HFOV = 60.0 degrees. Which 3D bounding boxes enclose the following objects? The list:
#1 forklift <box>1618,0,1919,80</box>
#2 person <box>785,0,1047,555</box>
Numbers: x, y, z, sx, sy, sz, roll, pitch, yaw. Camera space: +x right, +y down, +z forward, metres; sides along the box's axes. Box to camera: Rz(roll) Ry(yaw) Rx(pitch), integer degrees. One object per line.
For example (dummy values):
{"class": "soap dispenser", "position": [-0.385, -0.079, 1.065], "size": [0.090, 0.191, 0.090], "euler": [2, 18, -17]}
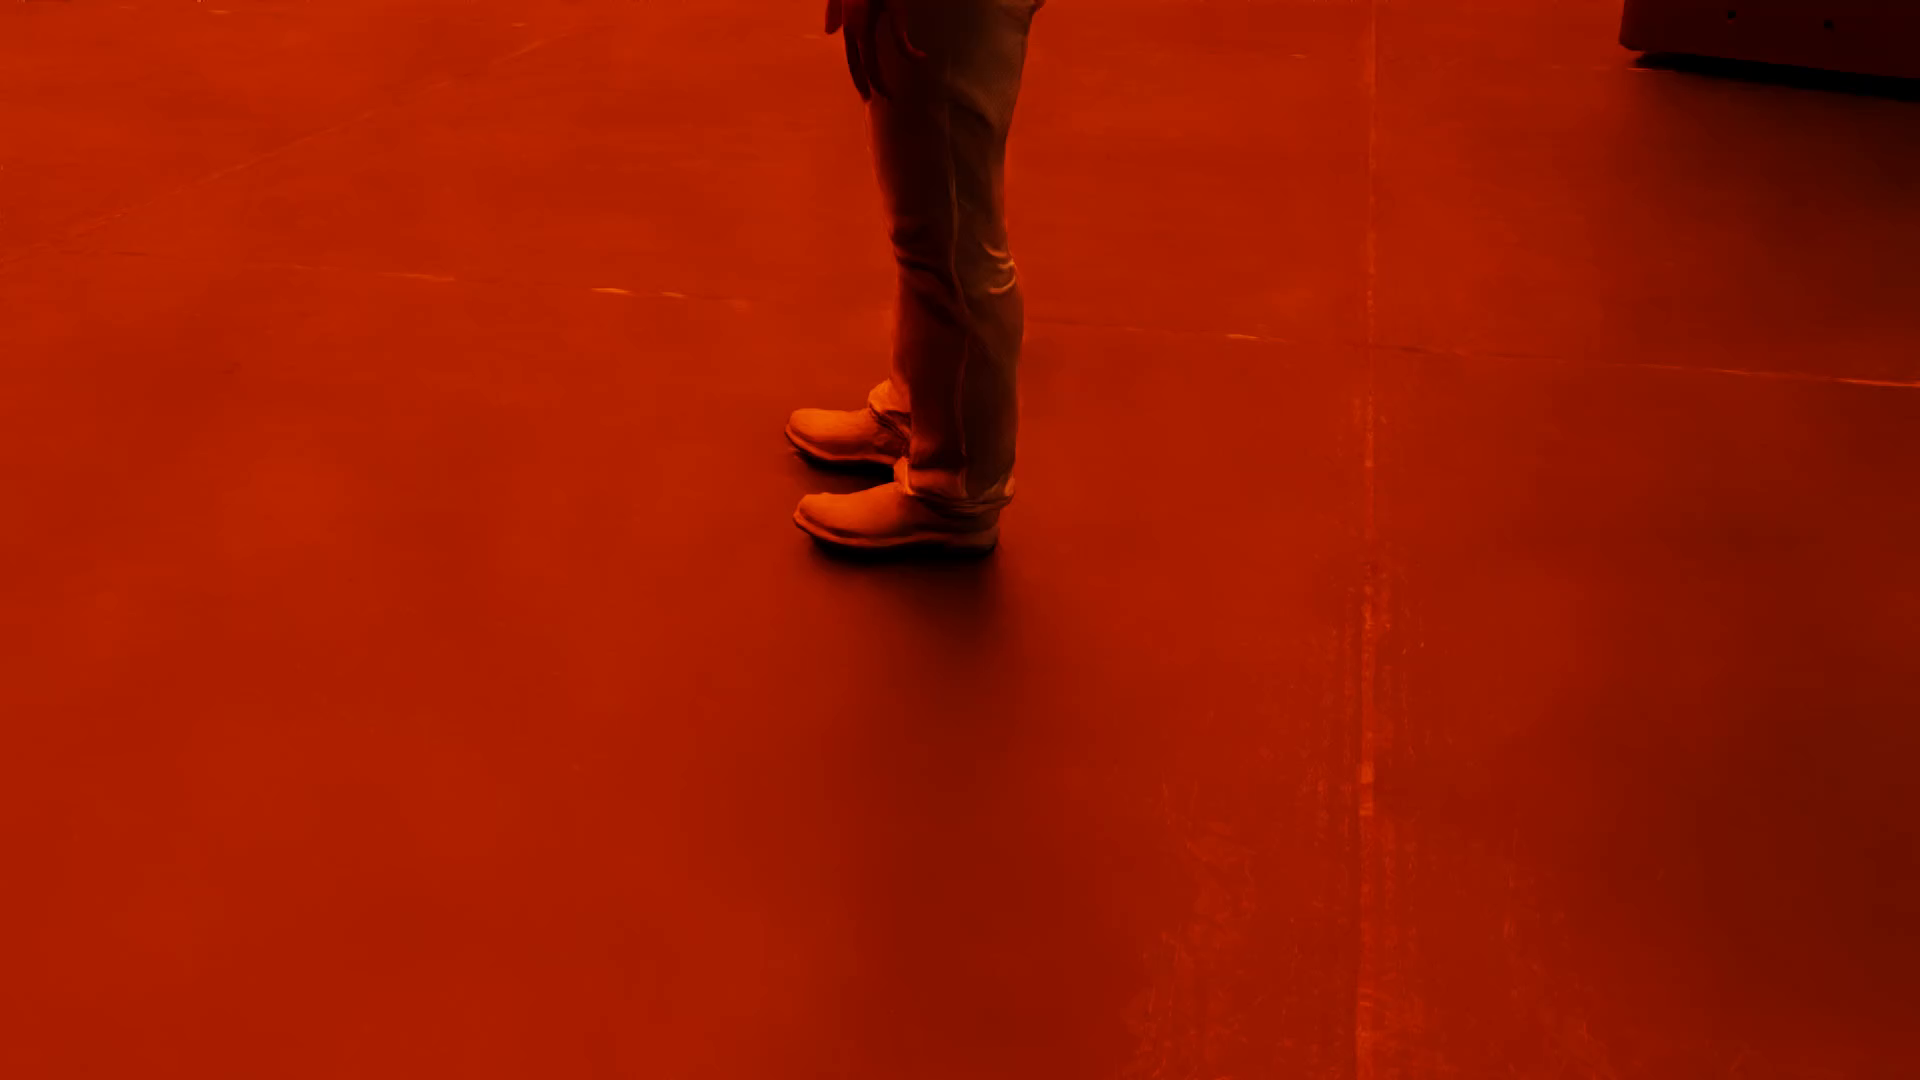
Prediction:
{"class": "forklift", "position": [3.583, -3.330, 5.846], "size": [1.130, 2.935, 3.031], "euler": [20, 33, 34]}
{"class": "person", "position": [-0.067, -0.803, 2.118], "size": [0.576, 1.765, 0.665], "euler": [6, 27, 11]}
